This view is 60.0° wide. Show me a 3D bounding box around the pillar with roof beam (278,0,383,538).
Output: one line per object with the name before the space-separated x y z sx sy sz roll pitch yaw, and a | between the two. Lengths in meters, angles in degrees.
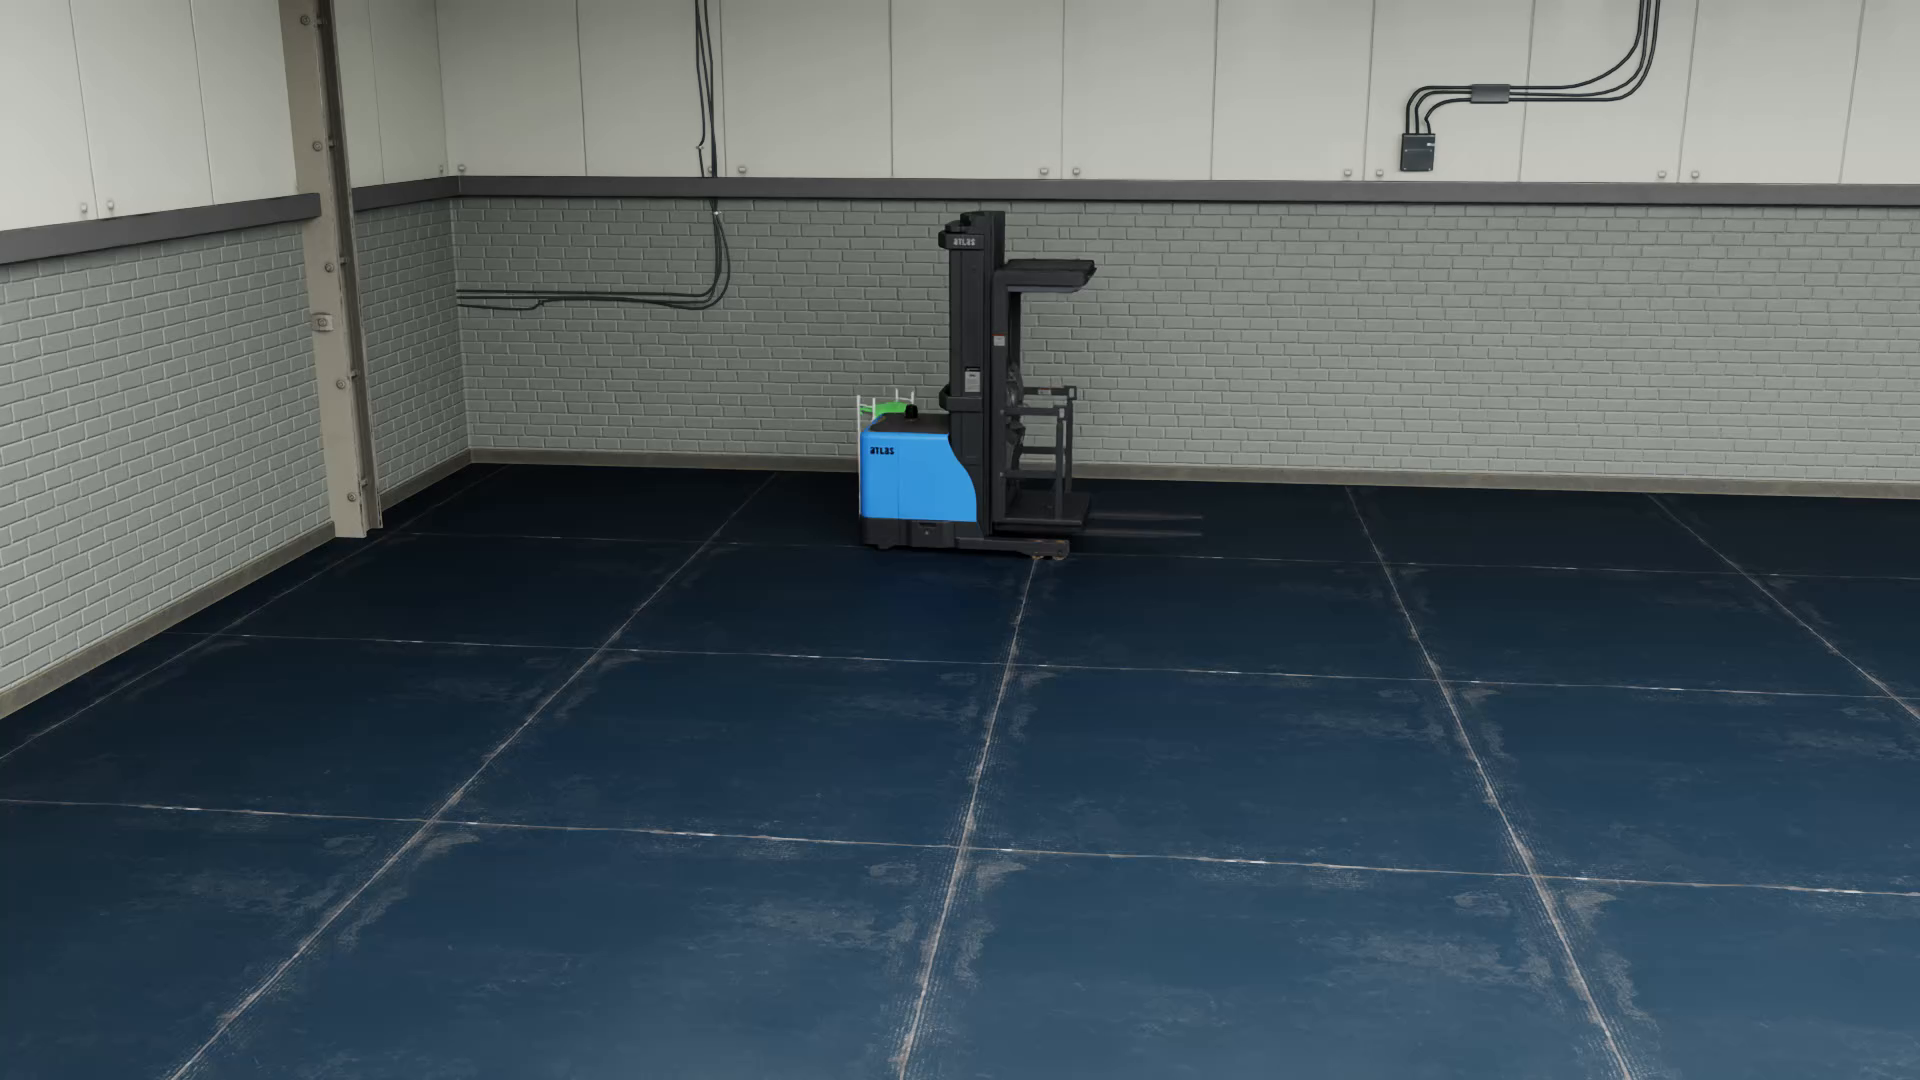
pillar with roof beam | -1.315 -4.294 13.803 9.100 9.000 0.400 2 15 6

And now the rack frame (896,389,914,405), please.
rack frame | -0.525 -0.845 15.986 0.015 1.200 0.240 -14 21 -42

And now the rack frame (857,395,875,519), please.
rack frame | -0.874 -0.756 15.657 0.015 1.200 0.240 -14 21 -42

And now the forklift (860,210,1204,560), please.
forklift | 0.668 -1.389 14.683 3.031 2.935 1.130 2 15 8

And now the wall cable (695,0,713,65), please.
wall cable | -1.258 -6.005 16.405 3.097 2.526 0.112 2 15 6

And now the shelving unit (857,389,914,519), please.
shelving unit | -0.700 -0.800 15.822 0.503 1.200 0.258 -14 21 -42

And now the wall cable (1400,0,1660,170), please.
wall cable | 5.485 -6.504 15.460 2.305 6.003 0.169 2 15 6

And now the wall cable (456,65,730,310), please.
wall cable | -3.947 -3.647 17.358 3.097 2.526 0.112 2 15 6

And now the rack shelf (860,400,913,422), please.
rack shelf | -0.700 -1.202 15.713 0.480 0.148 0.258 -14 21 -42
